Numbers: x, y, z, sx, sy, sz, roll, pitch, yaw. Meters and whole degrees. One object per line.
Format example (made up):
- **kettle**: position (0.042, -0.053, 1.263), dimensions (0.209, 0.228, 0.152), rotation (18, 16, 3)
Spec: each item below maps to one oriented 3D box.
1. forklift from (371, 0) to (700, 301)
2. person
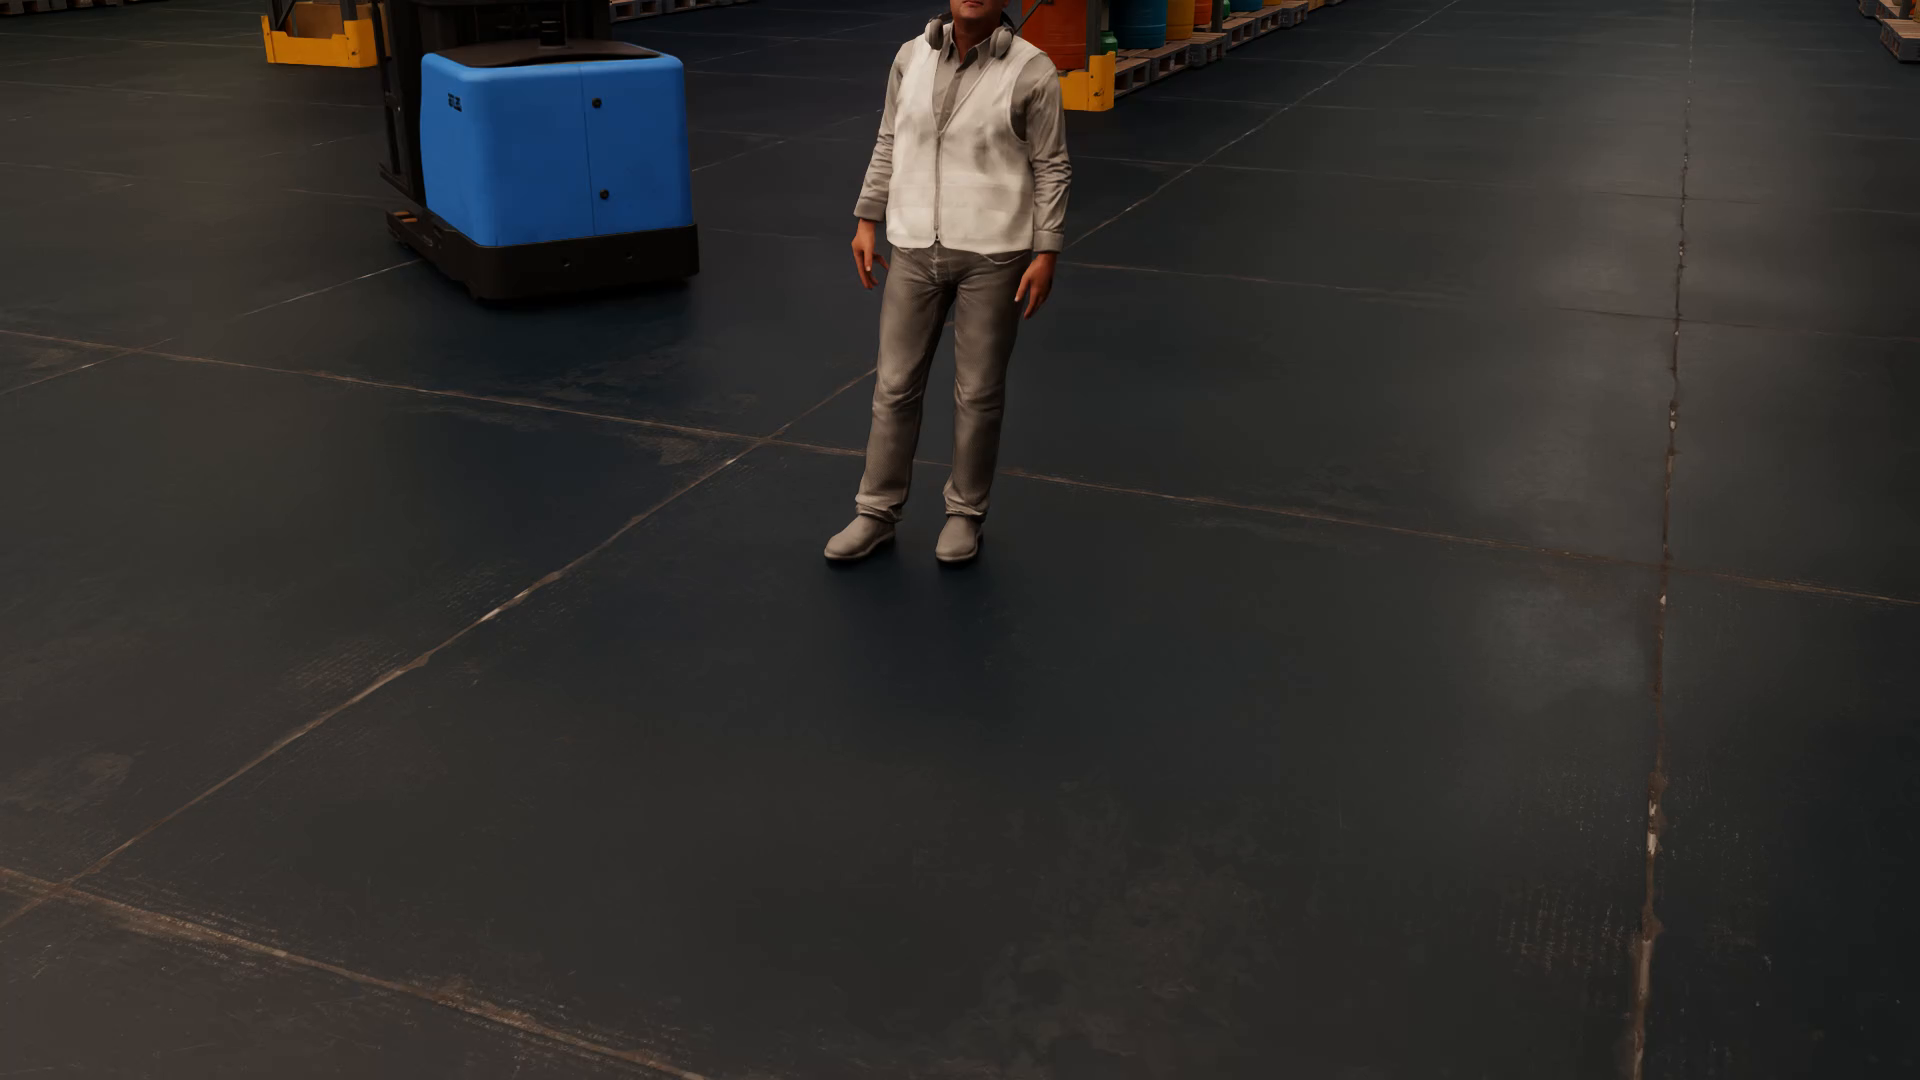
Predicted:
- **forklift**: position (-2.415, -2.960, 8.373), dimensions (1.130, 2.935, 3.031), rotation (-12, 26, -27)
- **person**: position (-0.031, -0.804, 4.697), dimensions (0.634, 1.775, 0.566), rotation (9, 24, 21)
